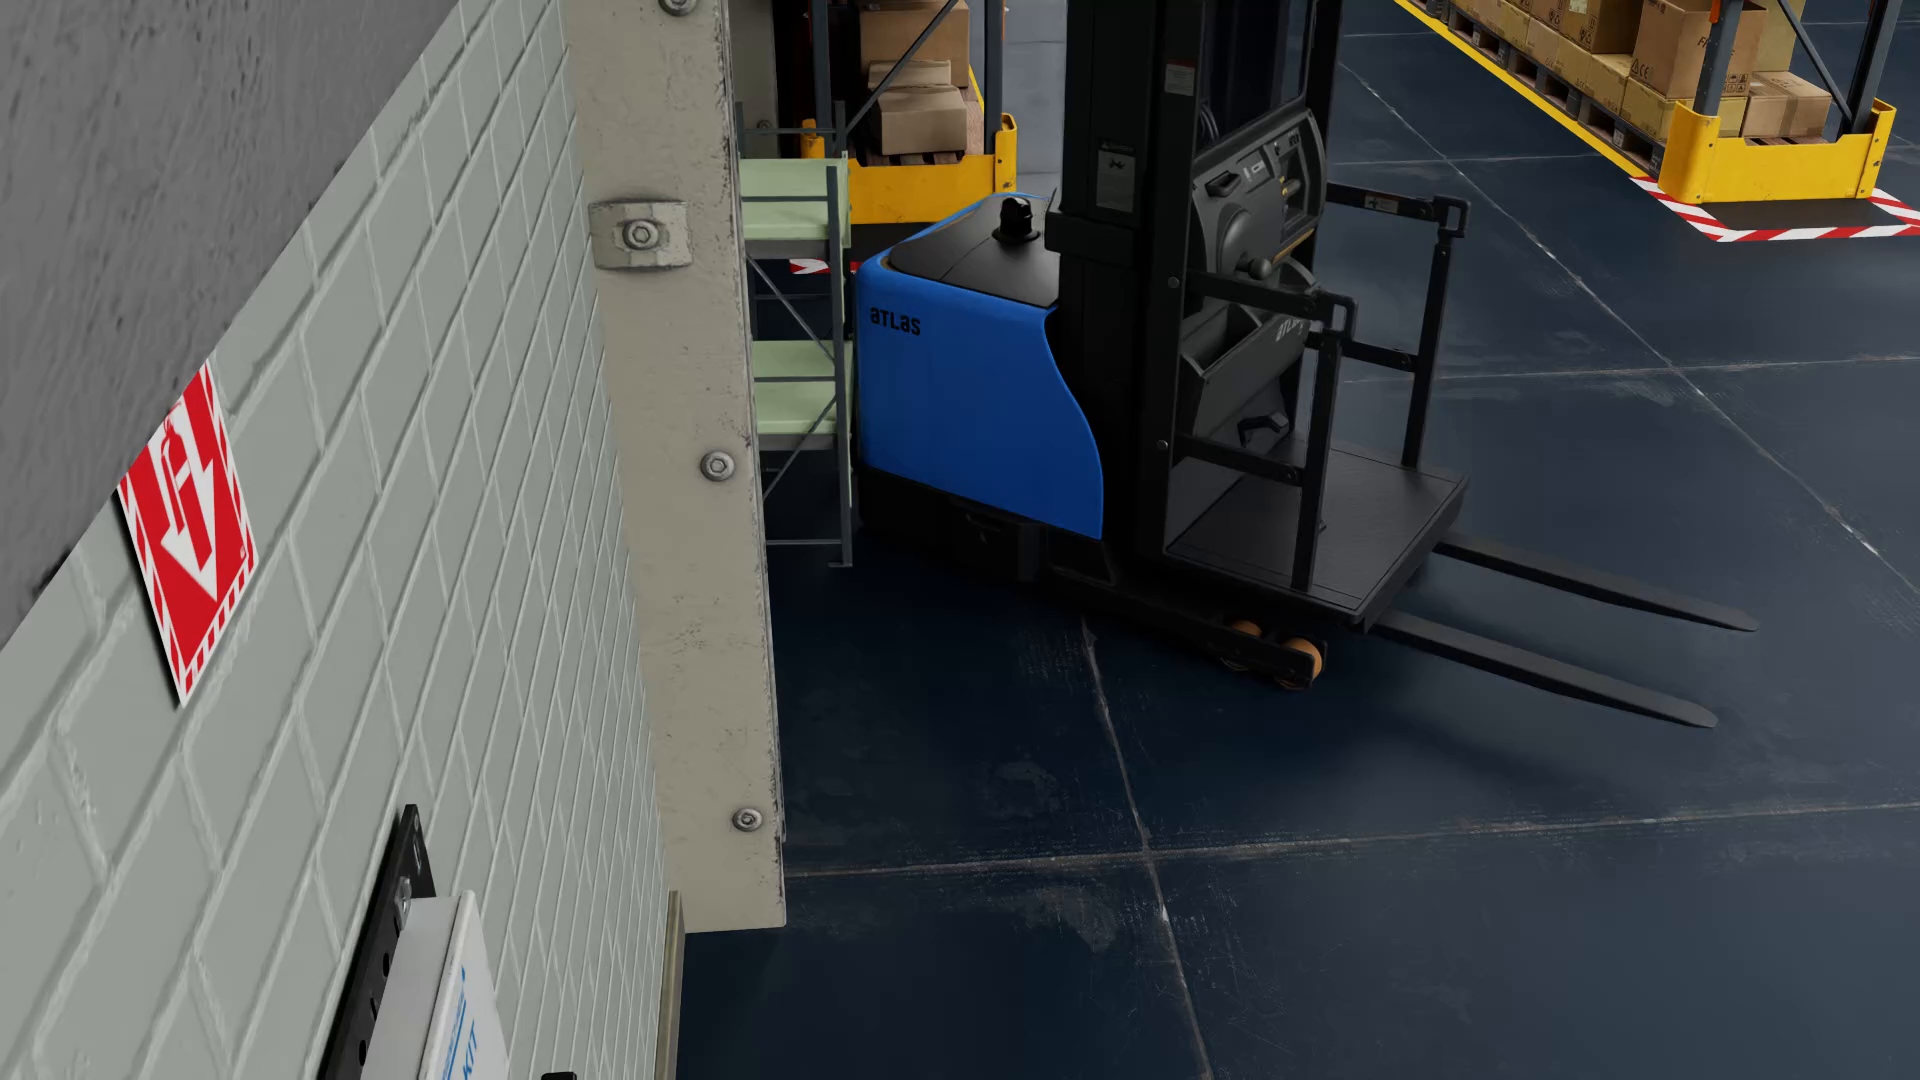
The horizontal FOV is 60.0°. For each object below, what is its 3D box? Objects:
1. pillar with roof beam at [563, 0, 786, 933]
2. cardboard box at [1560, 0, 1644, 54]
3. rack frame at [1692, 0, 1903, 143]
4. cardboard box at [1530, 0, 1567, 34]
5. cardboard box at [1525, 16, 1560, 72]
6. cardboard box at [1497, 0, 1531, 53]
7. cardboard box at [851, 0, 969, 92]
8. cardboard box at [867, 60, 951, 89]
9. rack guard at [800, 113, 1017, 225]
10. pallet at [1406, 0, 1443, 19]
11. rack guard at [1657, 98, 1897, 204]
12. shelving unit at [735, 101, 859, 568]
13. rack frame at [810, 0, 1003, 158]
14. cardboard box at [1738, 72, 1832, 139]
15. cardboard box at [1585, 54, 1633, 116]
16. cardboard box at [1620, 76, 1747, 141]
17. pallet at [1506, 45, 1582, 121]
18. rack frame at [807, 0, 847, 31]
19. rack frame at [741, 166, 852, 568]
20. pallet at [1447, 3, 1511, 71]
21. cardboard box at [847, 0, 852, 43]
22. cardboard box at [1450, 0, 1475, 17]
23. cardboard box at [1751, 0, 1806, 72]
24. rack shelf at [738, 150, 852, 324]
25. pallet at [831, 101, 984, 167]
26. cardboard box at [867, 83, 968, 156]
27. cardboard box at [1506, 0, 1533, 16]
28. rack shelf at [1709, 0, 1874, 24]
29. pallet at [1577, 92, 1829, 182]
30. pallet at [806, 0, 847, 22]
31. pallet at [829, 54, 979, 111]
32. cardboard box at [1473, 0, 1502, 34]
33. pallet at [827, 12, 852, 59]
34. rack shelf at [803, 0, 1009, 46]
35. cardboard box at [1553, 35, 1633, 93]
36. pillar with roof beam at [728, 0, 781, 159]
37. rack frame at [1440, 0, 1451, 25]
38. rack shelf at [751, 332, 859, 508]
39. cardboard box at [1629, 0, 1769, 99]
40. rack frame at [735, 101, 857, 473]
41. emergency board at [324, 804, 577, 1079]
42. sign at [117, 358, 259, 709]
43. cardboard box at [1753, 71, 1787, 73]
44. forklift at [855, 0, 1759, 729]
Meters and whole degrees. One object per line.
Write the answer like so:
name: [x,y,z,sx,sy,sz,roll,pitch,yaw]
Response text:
pillar with roof beam: [3.643,-3.118,2.695,9.100,9.000,0.400,-3,31,-5]
cardboard box: [4.200,-3.414,10.582,0.500,0.500,0.500,-3,31,-5]
rack frame: [4.655,-3.323,8.889,1.000,3.000,0.127,-3,31,-5]
cardboard box: [4.155,-3.670,11.009,0.500,0.500,0.500,-3,31,-5]
cardboard box: [4.158,-3.348,11.202,0.500,0.250,0.500,-3,31,-5]
cardboard box: [4.106,-3.603,11.629,0.500,0.250,0.500,-3,31,-5]
cardboard box: [-0.324,-3.225,10.733,0.700,0.500,0.500,-5,31,-8]
cardboard box: [-0.305,-2.767,10.151,0.500,0.311,0.500,0,31,0]
rack guard: [-0.284,-2.050,9.194,1.175,0.500,0.348,-3,31,-5]
pallet: [4.173,-4.543,13.649,1.003,0.211,1.213,-3,31,-5]
rack guard: [4.657,-2.238,9.509,1.175,0.500,0.348,-3,31,-5]
shelving unit: [-0.604,-0.735,6.017,0.431,1.500,0.755,-1,31,-1]
rack frame: [-0.277,-3.084,8.488,1.000,3.000,0.127,-3,31,-5]
cardboard box: [4.826,-2.608,9.962,0.500,0.250,0.500,-3,31,-5]
cardboard box: [4.252,-2.837,10.347,0.500,0.250,0.500,-3,31,-5]
cardboard box: [4.310,-2.583,9.921,0.500,0.250,0.500,-3,31,-5]
pallet: [4.431,-3.136,11.294,1.003,0.211,1.213,-3,31,-5]
rack frame: [-0.651,-5.126,11.907,1.000,3.000,0.127,-3,31,-5]
rack frame: [-0.595,-0.547,5.703,0.400,1.500,0.023,-1,31,-1]
pallet: [4.313,-3.760,12.340,1.003,0.211,1.213,-3,31,-5]
cardboard box: [-0.514,-3.714,11.551,0.500,0.500,0.500,-5,31,-8]
cardboard box: [4.022,-4.114,12.484,0.500,0.250,0.500,-3,31,-5]
cardboard box: [4.777,-3.185,10.197,0.500,0.500,0.500,-3,31,-5]
rack shelf: [-0.604,-1.070,5.817,0.431,0.370,0.720,-1,31,-1]
pallet: [-0.325,-2.342,9.965,1.003,0.211,1.213,-3,31,-5]
cardboard box: [-0.252,-2.476,9.663,0.500,0.311,0.500,-6,31,-10]
cardboard box: [4.106,-3.925,11.436,0.500,0.500,0.500,-3,31,-5]
rack shelf: [4.468,-4.036,10.783,1.077,0.370,4.000,-3,31,-5]
pallet: [4.541,-2.515,10.254,1.003,0.211,1.213,-3,31,-5]
pallet: [-0.725,-4.327,13.288,1.003,0.211,1.213,-3,31,-5]
pallet: [-0.436,-2.964,11.006,1.003,0.211,1.213,-3,31,-5]
cardboard box: [4.064,-3.859,12.057,0.500,0.250,0.500,-3,31,-5]
pallet: [-0.553,-3.588,12.051,1.003,0.211,1.213,-3,31,-5]
rack shelf: [-0.464,-3.796,10.382,1.077,0.370,4.000,-3,31,-5]
cardboard box: [4.203,-3.093,10.774,0.500,0.250,0.500,-3,31,-5]
pillar with roof beam: [3.082,-6.182,7.824,9.100,9.000,0.400,-3,31,-5]
rack frame: [4.281,-5.365,12.308,1.000,3.000,0.127,-3,31,-5]
rack shelf: [-0.604,-0.455,6.185,0.431,0.370,0.720,-1,31,-1]
cardboard box: [4.308,-2.905,9.728,0.500,0.500,0.500,-3,31,-5]
rack frame: [-0.613,-0.922,6.332,0.400,1.500,0.023,-1,31,-1]
emergency board: [-0.450,0.927,1.773,0.194,1.169,0.643,-3,31,-5]
sign: [-0.549,-0.059,1.164,0.001,0.298,0.199,-3,31,-5]
cardboard box: [4.776,-2.863,10.389,0.500,0.250,0.500,-3,31,-5]
forklift: [1.133,-1.082,5.203,3.031,2.935,1.130,18,35,28]
